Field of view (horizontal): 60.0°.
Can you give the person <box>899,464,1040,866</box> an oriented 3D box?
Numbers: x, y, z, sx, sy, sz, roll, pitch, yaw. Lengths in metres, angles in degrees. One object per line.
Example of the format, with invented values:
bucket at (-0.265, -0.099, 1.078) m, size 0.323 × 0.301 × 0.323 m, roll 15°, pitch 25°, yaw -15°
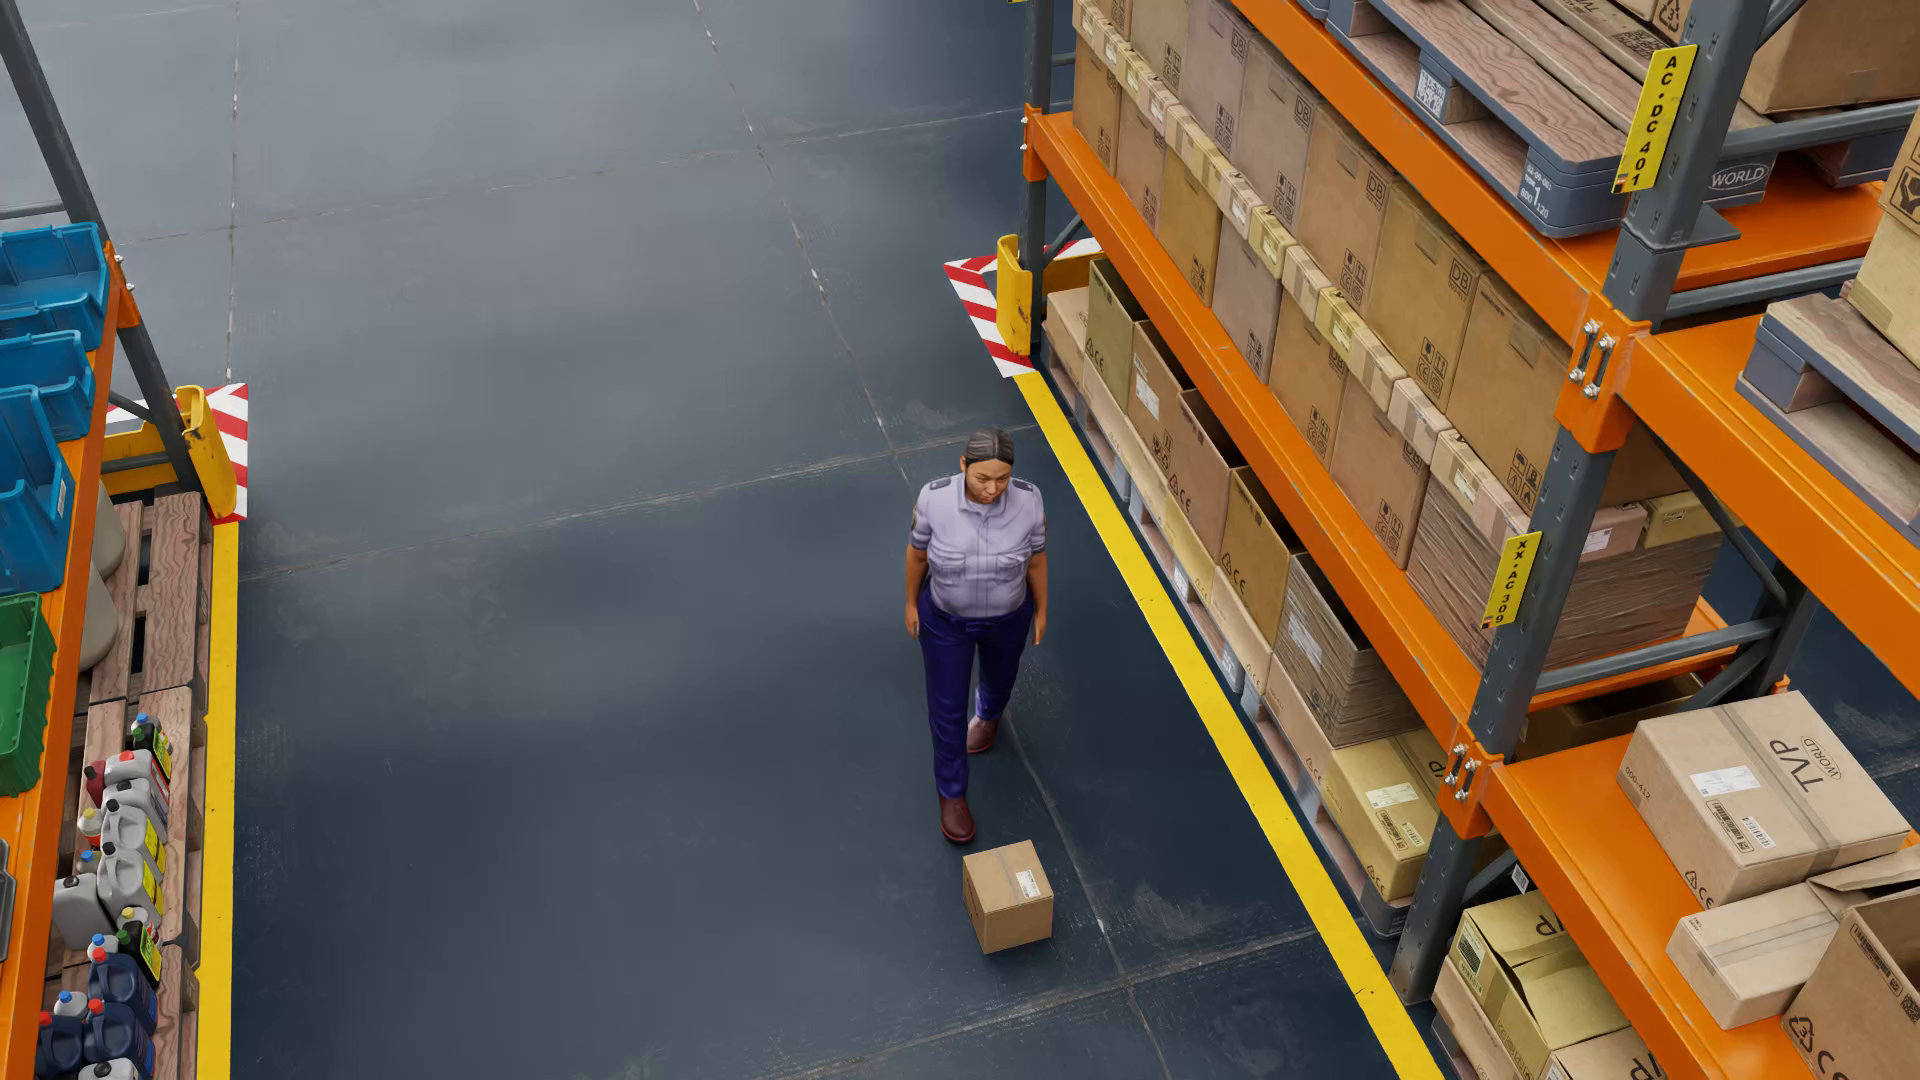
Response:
person at (0.039, 0.424, 5.723) m, size 0.503 × 1.651 × 0.542 m, roll -8°, pitch 43°, yaw -8°
